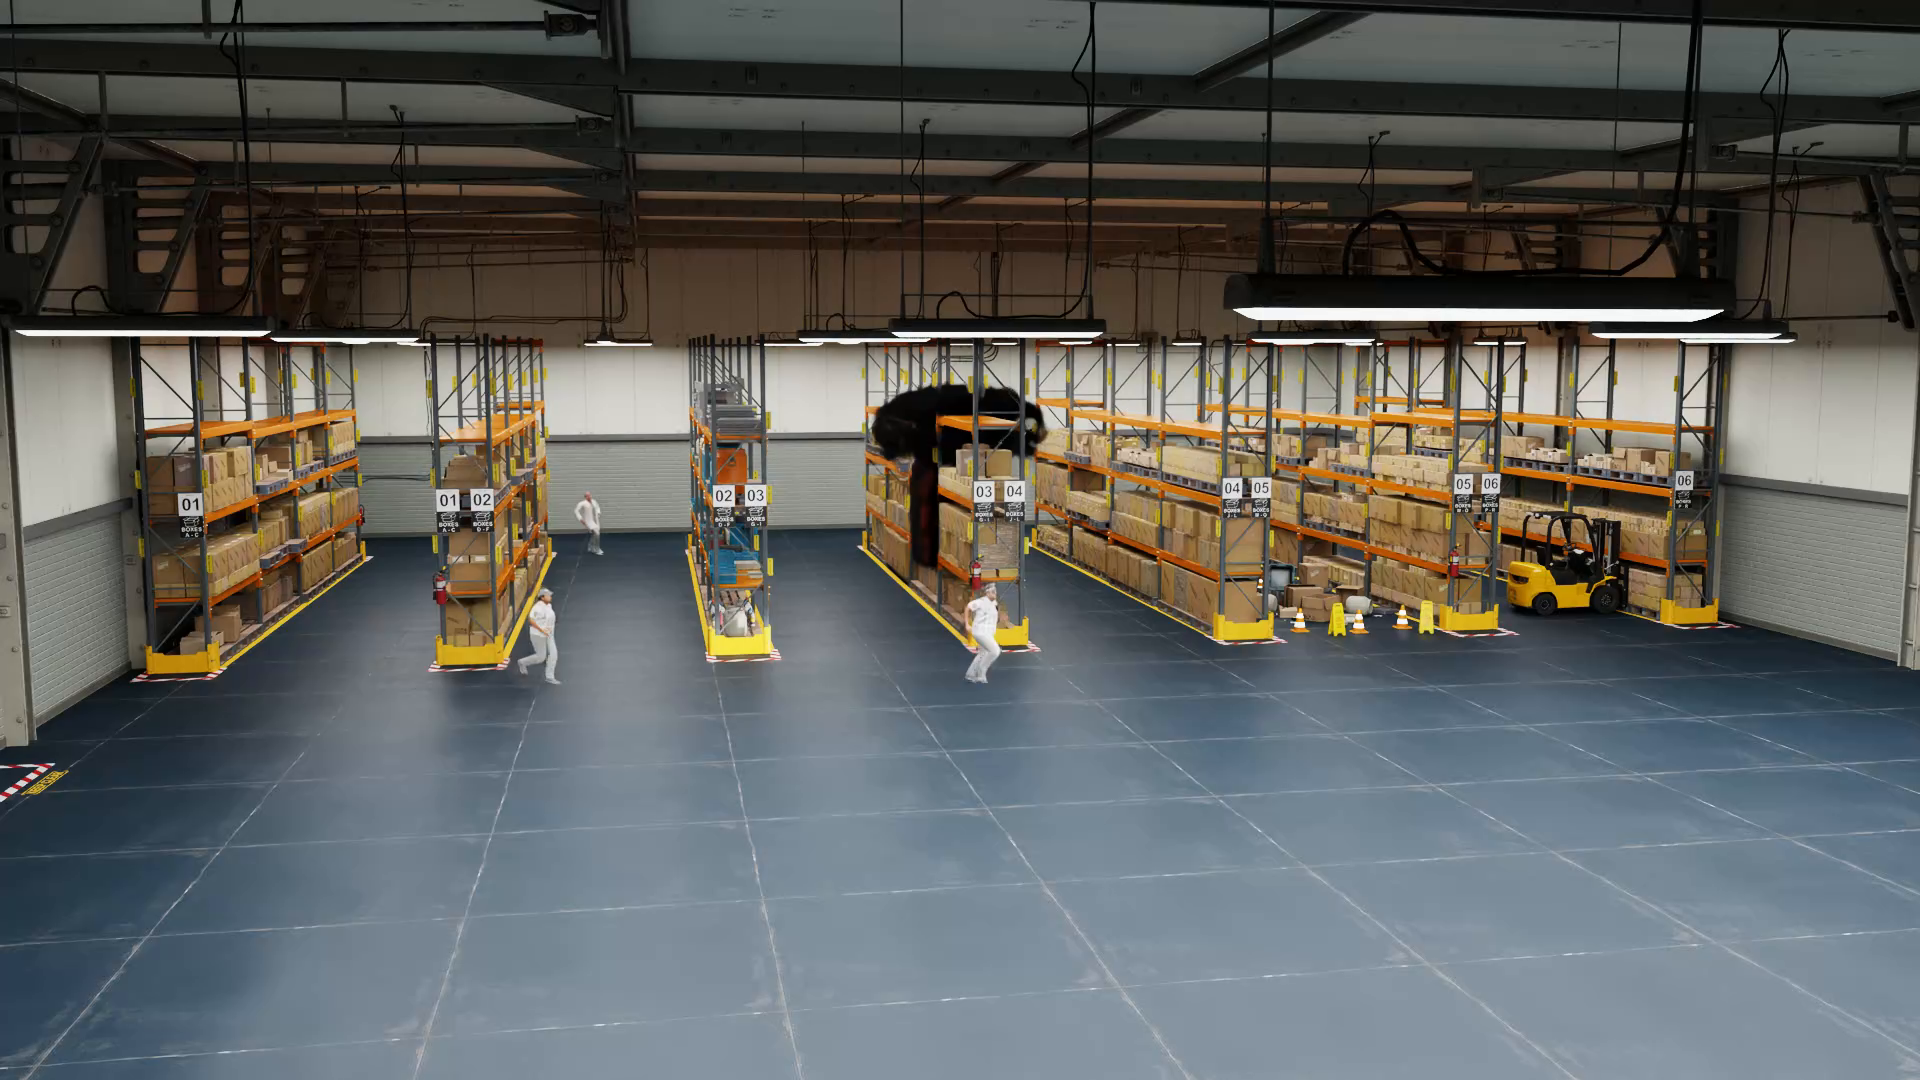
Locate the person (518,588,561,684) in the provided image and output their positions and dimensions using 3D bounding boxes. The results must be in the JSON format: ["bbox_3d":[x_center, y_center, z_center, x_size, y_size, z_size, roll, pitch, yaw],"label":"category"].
[{"bbox_3d":[-7.210,1.658,28.637,0.745,1.644,0.621,2,7,14],"label":"person"}]

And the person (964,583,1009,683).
[{"bbox_3d":[0.443,1.592,28.409,0.801,1.733,0.699,4,7,29],"label":"person"}]

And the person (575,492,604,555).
[{"bbox_3d":[-10.358,-0.458,46.584,0.707,1.804,0.761,5,8,37],"label":"person"}]
